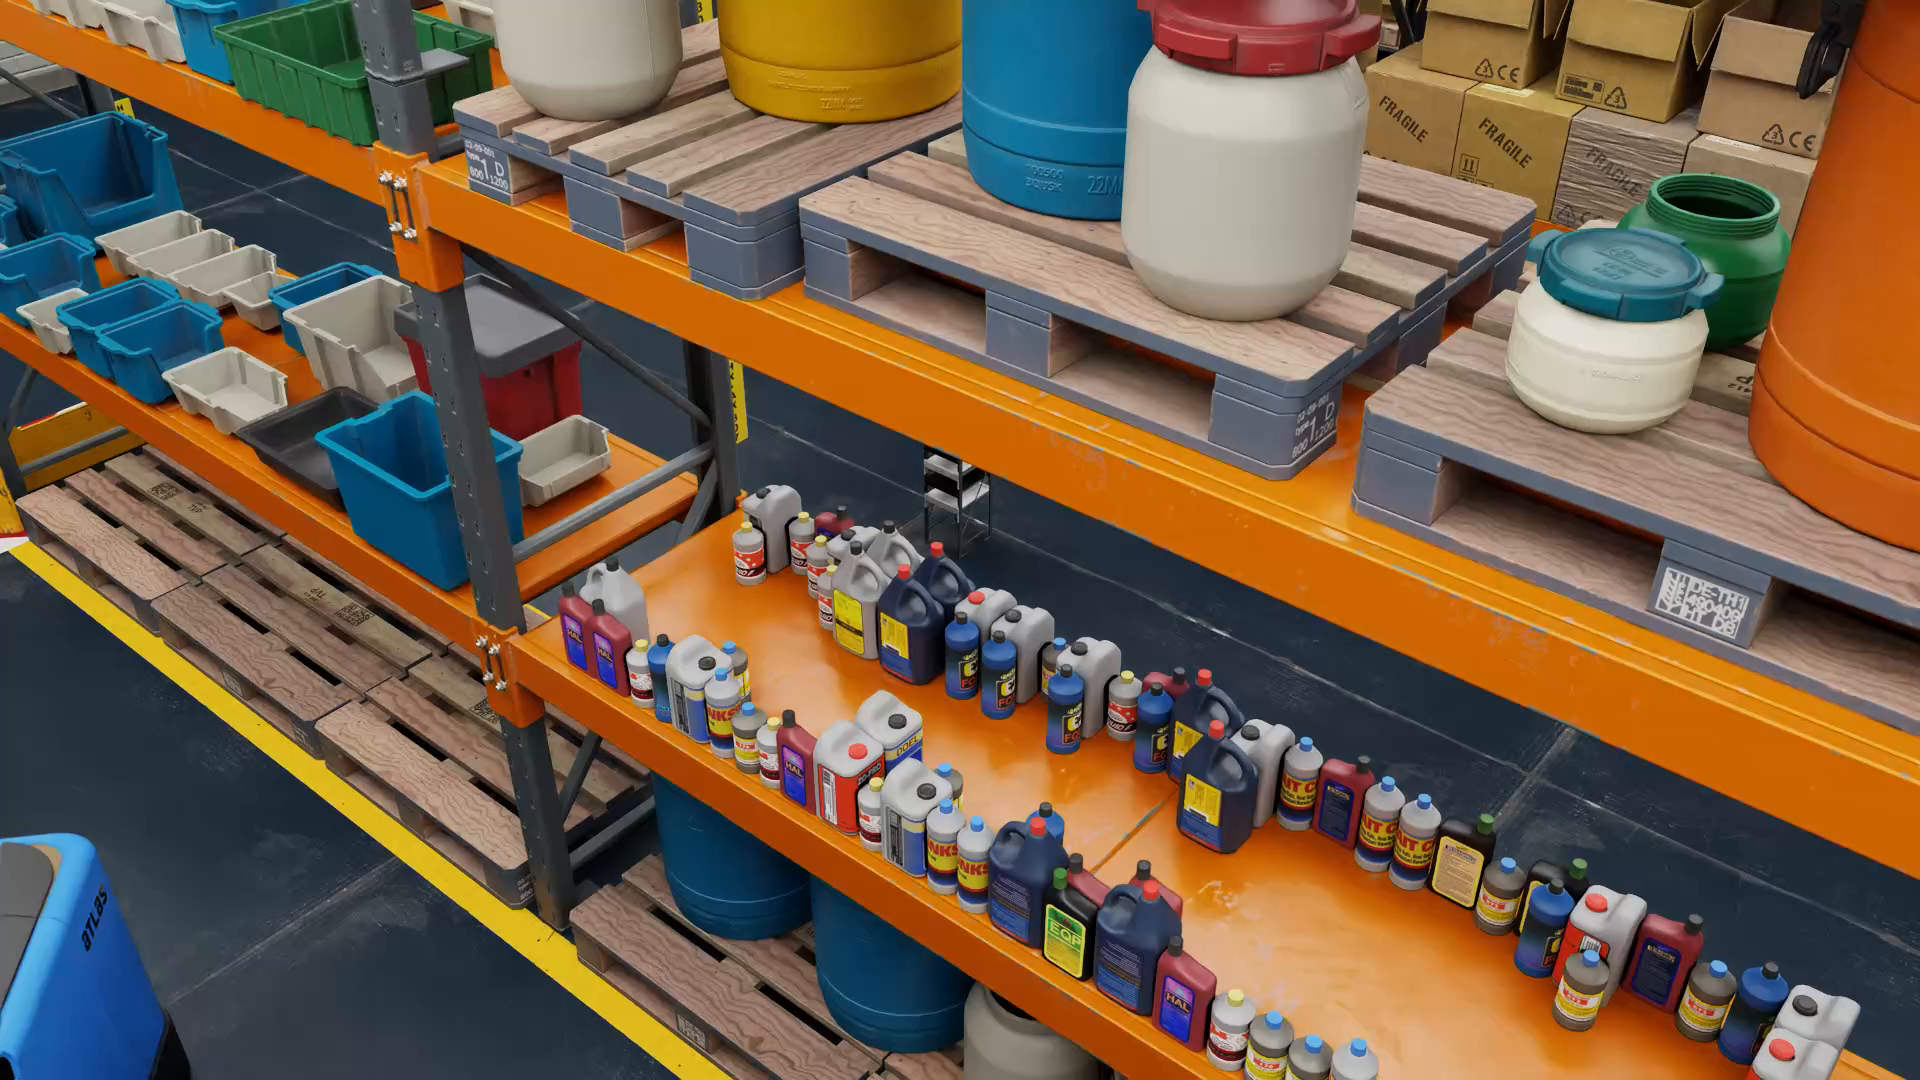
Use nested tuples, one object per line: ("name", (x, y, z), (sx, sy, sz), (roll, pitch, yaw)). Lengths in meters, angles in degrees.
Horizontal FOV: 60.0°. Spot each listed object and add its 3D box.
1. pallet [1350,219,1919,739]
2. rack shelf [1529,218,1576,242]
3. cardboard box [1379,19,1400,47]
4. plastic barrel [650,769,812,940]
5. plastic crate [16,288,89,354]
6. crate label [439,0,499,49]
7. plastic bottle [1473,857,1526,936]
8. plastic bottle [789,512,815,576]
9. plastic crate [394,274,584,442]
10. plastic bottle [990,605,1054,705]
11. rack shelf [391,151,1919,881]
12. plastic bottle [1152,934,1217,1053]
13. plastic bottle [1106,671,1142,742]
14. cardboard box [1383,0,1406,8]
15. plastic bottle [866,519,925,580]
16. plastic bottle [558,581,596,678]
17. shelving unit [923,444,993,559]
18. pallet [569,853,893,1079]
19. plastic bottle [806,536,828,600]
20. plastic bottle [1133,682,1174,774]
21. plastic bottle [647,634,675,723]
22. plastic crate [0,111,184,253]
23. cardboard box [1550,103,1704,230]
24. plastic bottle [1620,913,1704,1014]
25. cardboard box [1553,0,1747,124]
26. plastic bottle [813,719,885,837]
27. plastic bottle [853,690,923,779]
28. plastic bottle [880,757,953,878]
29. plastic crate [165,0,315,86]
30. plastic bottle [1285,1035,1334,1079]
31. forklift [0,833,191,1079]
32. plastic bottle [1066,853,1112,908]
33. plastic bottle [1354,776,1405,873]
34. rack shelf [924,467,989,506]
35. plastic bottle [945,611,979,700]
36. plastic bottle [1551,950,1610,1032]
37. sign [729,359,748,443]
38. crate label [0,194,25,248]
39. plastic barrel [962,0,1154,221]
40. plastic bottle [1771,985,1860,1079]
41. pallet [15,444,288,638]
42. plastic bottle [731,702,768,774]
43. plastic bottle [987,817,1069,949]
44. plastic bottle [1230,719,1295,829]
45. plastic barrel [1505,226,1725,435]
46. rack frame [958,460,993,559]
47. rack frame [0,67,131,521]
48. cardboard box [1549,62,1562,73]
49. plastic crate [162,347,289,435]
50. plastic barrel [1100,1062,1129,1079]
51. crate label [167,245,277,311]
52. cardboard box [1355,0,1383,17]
("pallet", (1.442, -0.139, 2.820), (1.213, 0.211, 1.003), (25, 42, 32))
("rack shelf", (3.599, -1.243, 7.546), (4.000, 0.370, 1.077), (25, 42, 32))
("cardboard box", (3.405, -4.038, 13.128), (0.250, 0.149, 0.380), (23, 41, 30))
("plastic barrel", (-0.700, 0.787, 5.437), (0.708, 0.901, 0.600), (25, 42, 32))
("plastic crate", (-3.487, -0.844, 6.509), (0.298, 0.136, 0.250), (25, 42, 32))
("crate label", (-1.298, -1.540, 4.926), (0.466, 0.136, 0.293), (25, 42, 32))
("plastic bottle", (1.311, 0.854, 4.032), (0.097, 0.201, 0.097), (0, 34, 0))
("plastic bottle", (-0.491, 0.005, 5.269), (0.097, 0.201, 0.097), (0, 34, 0))
("plastic crate", (-1.633, -0.593, 5.855), (0.583, 0.464, 0.402), (25, 42, 32))
("plastic bottle", (0.174, 0.307, 4.762), (0.135, 0.276, 0.152), (25, 42, 32))
("rack shelf", (0.430, -0.325, 3.560), (4.000, 0.370, 1.077), (25, 42, 32))
("plastic bottle", (0.505, 1.012, 3.729), (0.133, 0.283, 0.061), (25, 42, 32))
("plastic bottle", (0.459, 0.452, 4.617), (0.097, 0.201, 0.097), (0, 34, 0))
("cardboard box", (3.448, -4.272, 12.943), (0.250, 0.149, 0.380), (26, 42, 32))
("plastic bottle", (-0.191, 0.101, 4.996), (0.185, 0.351, 0.144), (25, 42, 32))
("plastic bottle", (-1.098, 0.257, 4.829), (0.133, 0.283, 0.061), (25, 42, 32))
("shelving unit", (-0.006, -0.374, 7.500), (0.210, 0.900, 0.258), (25, 42, 32))
("pallet", (-0.541, 1.338, 5.616), (1.213, 0.211, 1.003), (25, 42, 32))
("plastic bottle", (-0.427, 0.079, 5.160), (0.097, 0.201, 0.097), (0, 34, 0))
("plastic bottle", (0.523, 0.498, 4.489), (0.097, 0.271, 0.097), (0, 34, 0))
("plastic bottle", (-0.821, 0.379, 4.662), (0.097, 0.271, 0.097), (0, 34, 0))
("plastic crate", (-3.804, -1.558, 7.284), (0.499, 0.435, 0.616), (25, 42, 32))
("cardboard box", (3.027, -1.667, 7.440), (0.500, 0.500, 0.500), (24, 41, 31))
("plastic bottle", (1.618, 0.951, 3.818), (0.133, 0.283, 0.061), (25, 42, 32))
("cardboard box", (3.078, -2.238, 7.384), (0.637, 0.503, 0.797), (26, 42, 32))
("plastic bottle", (-0.284, 0.610, 4.321), (0.135, 0.276, 0.152), (25, 42, 32))
("plastic bottle", (-0.186, 0.544, 4.418), (0.135, 0.276, 0.152), (25, 42, 32))
("plastic bottle", (-0.105, 0.694, 4.199), (0.135, 0.276, 0.152), (25, 42, 32))
("plastic crate", (-2.011, -1.468, 4.736), (0.300, 0.233, 0.416), (25, 42, 32))
("plastic bottle", (0.755, 1.151, 3.600), (0.097, 0.201, 0.097), (0, 34, 0))
("forklift", (-2.705, 1.356, 3.186), (1.130, 2.935, 3.031), (-5, 35, -7))
("plastic bottle", (0.299, 0.871, 3.936), (0.133, 0.283, 0.061), (25, 42, 32))
("plastic bottle", (1.059, 0.706, 4.186), (0.097, 0.271, 0.097), (0, 34, 0))
("rack shelf", (-0.006, -0.272, 7.569), (0.200, 0.077, 0.258), (25, 42, 32))
("plastic bottle", (0.005, 0.322, 4.746), (0.097, 0.271, 0.097), (0, 34, 0))
("plastic bottle", (1.420, 1.017, 3.795), (0.097, 0.201, 0.097), (0, 34, 0))
("sign", (-0.754, -0.462, 5.529), (0.005, 0.325, 0.100), (25, 42, 32))
("crate label", (-4.202, -1.281, 7.061), (0.303, 0.233, 0.416), (25, 42, 32))
("plastic barrel", (0.302, -1.174, 3.347), (0.708, 0.901, 0.600), (25, 42, 32))
("plastic bottle", (1.841, 1.093, 3.618), (0.135, 0.276, 0.152), (25, 42, 32))
("pallet", (-3.572, -0.093, 7.699), (1.213, 0.211, 1.003), (25, 42, 32))
("plastic bottle", (-0.568, 0.527, 4.508), (0.097, 0.201, 0.097), (0, 34, 0))
("plastic bottle", (0.164, 0.794, 3.988), (0.185, 0.351, 0.144), (25, 42, 32))
("plastic bottle", (0.775, 0.591, 4.350), (0.135, 0.276, 0.152), (25, 42, 32))
("plastic barrel", (1.049, -0.338, 2.694), (0.301, 0.262, 0.301), (0, 34, 0))
("rack frame", (0.072, -0.337, 7.446), (0.006, 0.900, 0.240), (25, 42, 32))
("rack frame", (-4.181, -1.558, 7.370), (0.127, 3.000, 1.000), (25, 42, 32))
("cardboard box", (2.972, -2.073, 8.030), (0.500, 0.500, 0.500), (27, 43, 33))
("plastic crate", (-2.638, -0.526, 6.046), (0.466, 0.136, 0.293), (25, 42, 32))
("plastic barrel", (0.712, 1.581, 4.557), (0.708, 0.588, 0.600), (25, 42, 32))
("crate label", (-2.996, -1.056, 6.818), (0.243, 0.136, 0.396), (25, 42, 32))
("cardboard box", (1.857, -2.919, 8.558), (0.500, 0.500, 0.500), (25, 42, 32))
